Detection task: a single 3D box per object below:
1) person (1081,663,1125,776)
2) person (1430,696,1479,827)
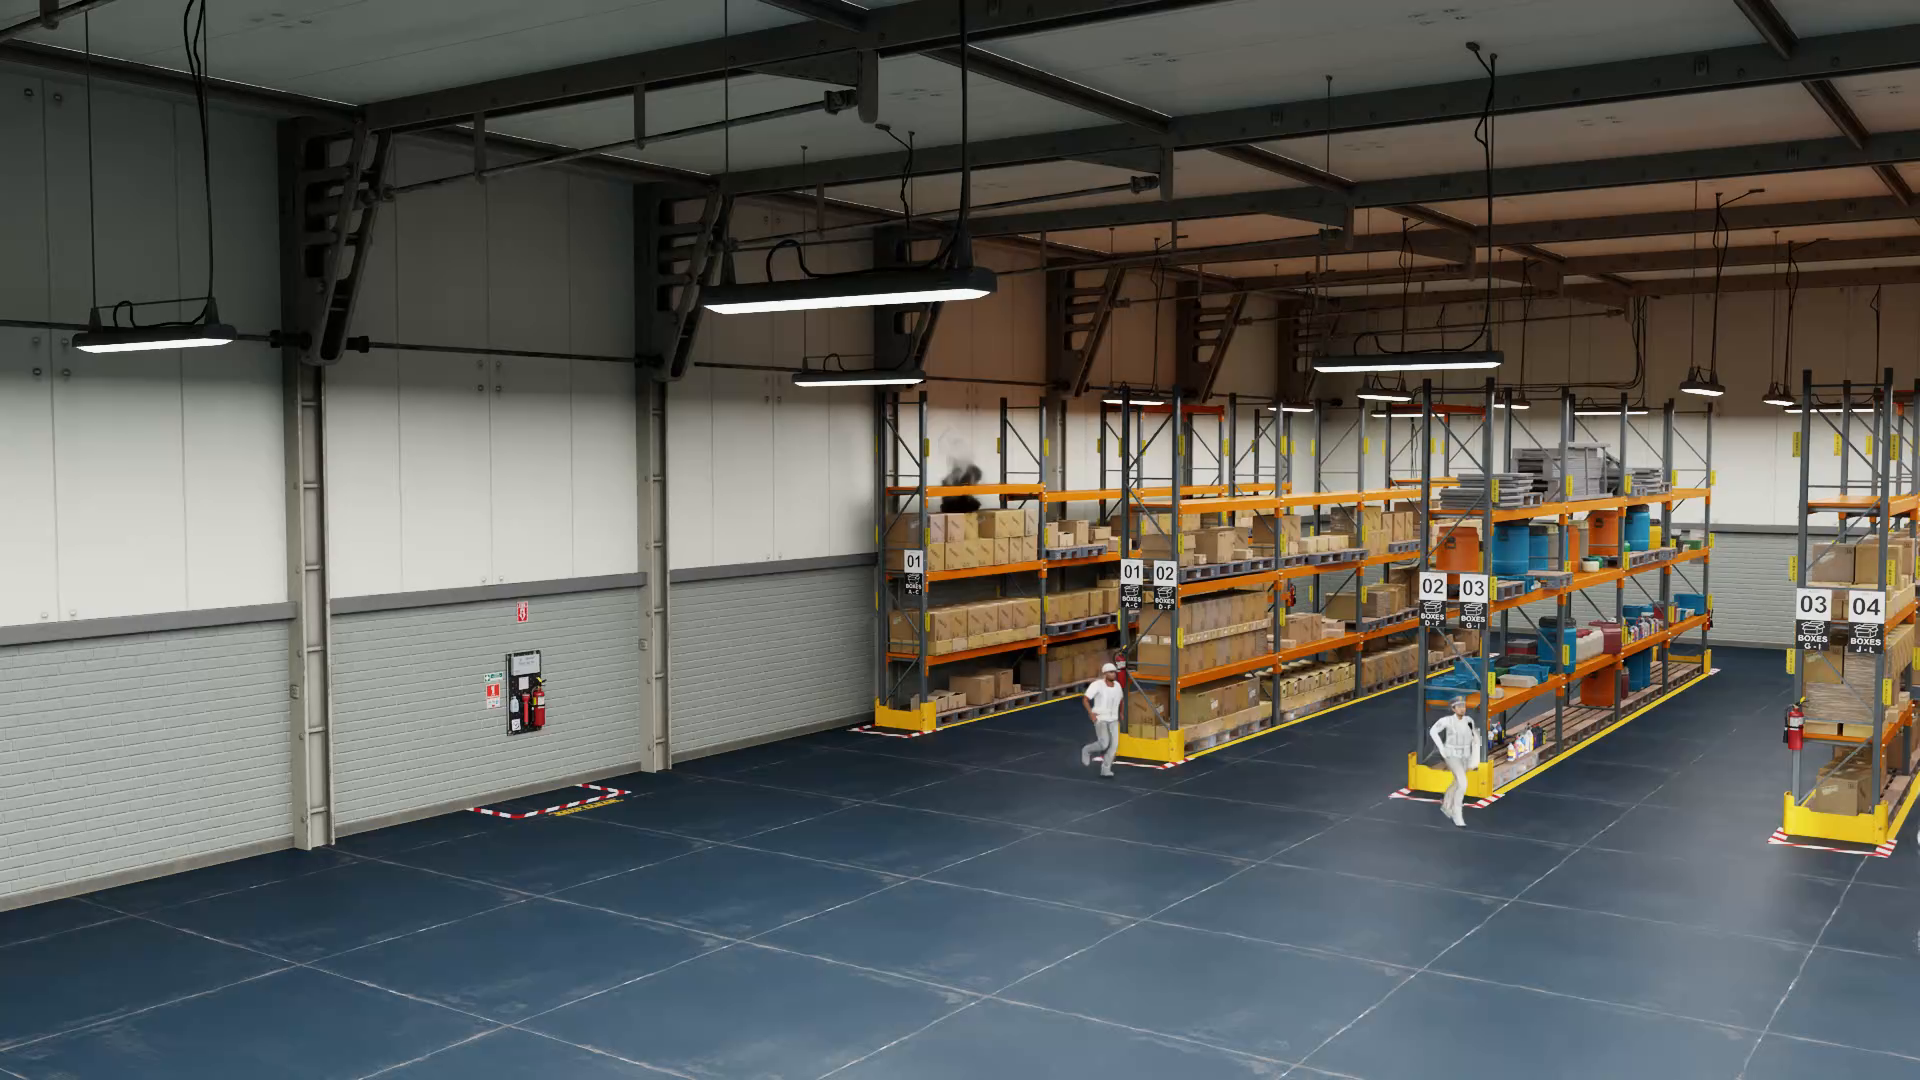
[{"bbox_3d":[2.217,2.738,25.512,0.747,1.723,0.678,-2,4,-37],"label":"person"},{"bbox_3d":[6.643,2.934,22.204,0.599,1.748,0.701,-1,3,-19],"label":"person"}]
